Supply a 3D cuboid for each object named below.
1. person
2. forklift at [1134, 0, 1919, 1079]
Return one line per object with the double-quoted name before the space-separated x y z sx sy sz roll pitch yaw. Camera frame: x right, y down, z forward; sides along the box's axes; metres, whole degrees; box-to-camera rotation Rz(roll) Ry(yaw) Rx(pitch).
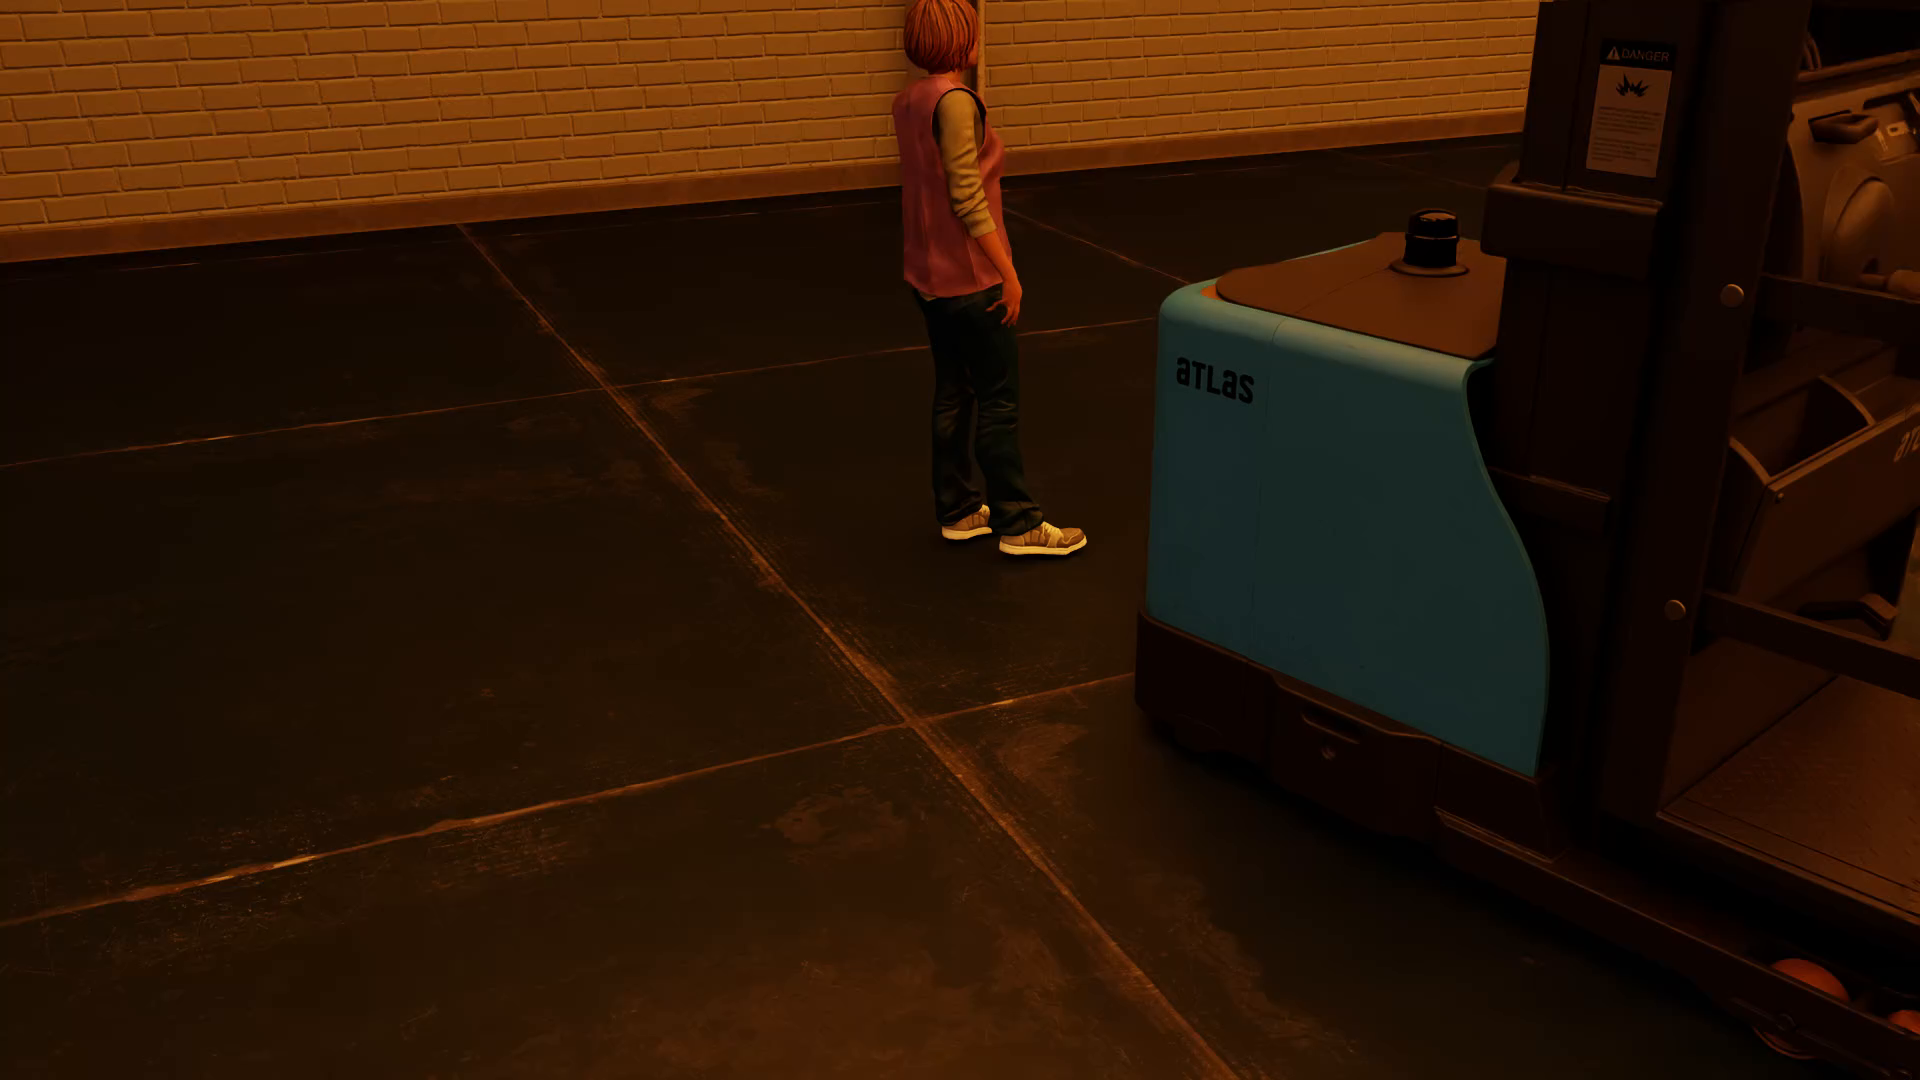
"person" 0.073 -0.751 4.816 0.473 1.599 0.521 -10 25 -23
"forklift" 1.783 -0.612 2.760 1.130 2.935 3.031 -19 29 -38
